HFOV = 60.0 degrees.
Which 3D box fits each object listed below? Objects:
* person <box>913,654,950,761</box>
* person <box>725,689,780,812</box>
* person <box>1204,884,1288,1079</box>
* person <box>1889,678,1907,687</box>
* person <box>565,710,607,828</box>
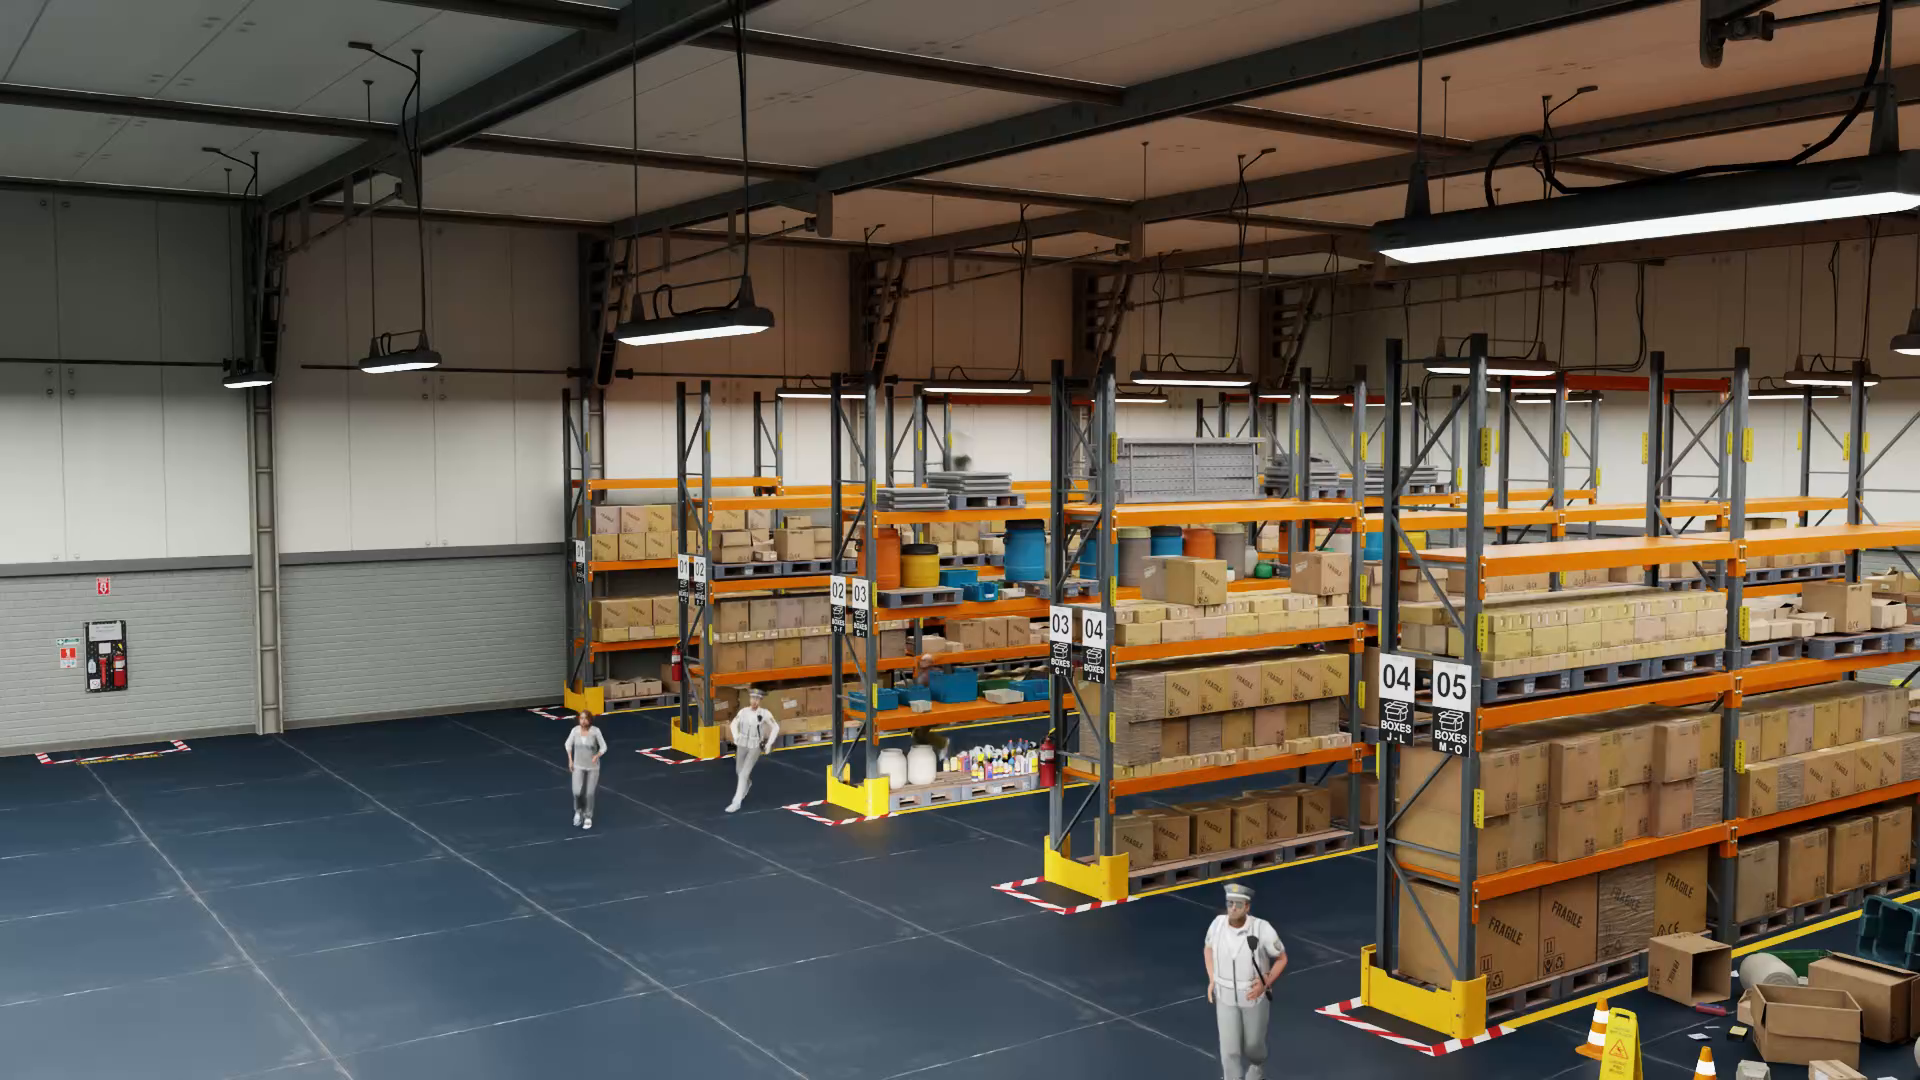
[{"bbox_3d":[-0.488,2.737,25.868,0.639,1.528,0.696,-3,5,-37],"label":"person"},{"bbox_3d":[-2.869,2.859,22.871,0.674,1.648,0.844,1,4,15],"label":"person"},{"bbox_3d":[2.153,3.450,12.614,0.658,1.769,0.860,2,4,22],"label":"person"},{"bbox_3d":[12.953,2.809,23.011,0.896,1.785,0.704,-2,4,-28],"label":"person"},{"bbox_3d":[-4.871,2.988,21.640,0.543,1.571,0.575,-1,4,-8],"label":"person"}]
